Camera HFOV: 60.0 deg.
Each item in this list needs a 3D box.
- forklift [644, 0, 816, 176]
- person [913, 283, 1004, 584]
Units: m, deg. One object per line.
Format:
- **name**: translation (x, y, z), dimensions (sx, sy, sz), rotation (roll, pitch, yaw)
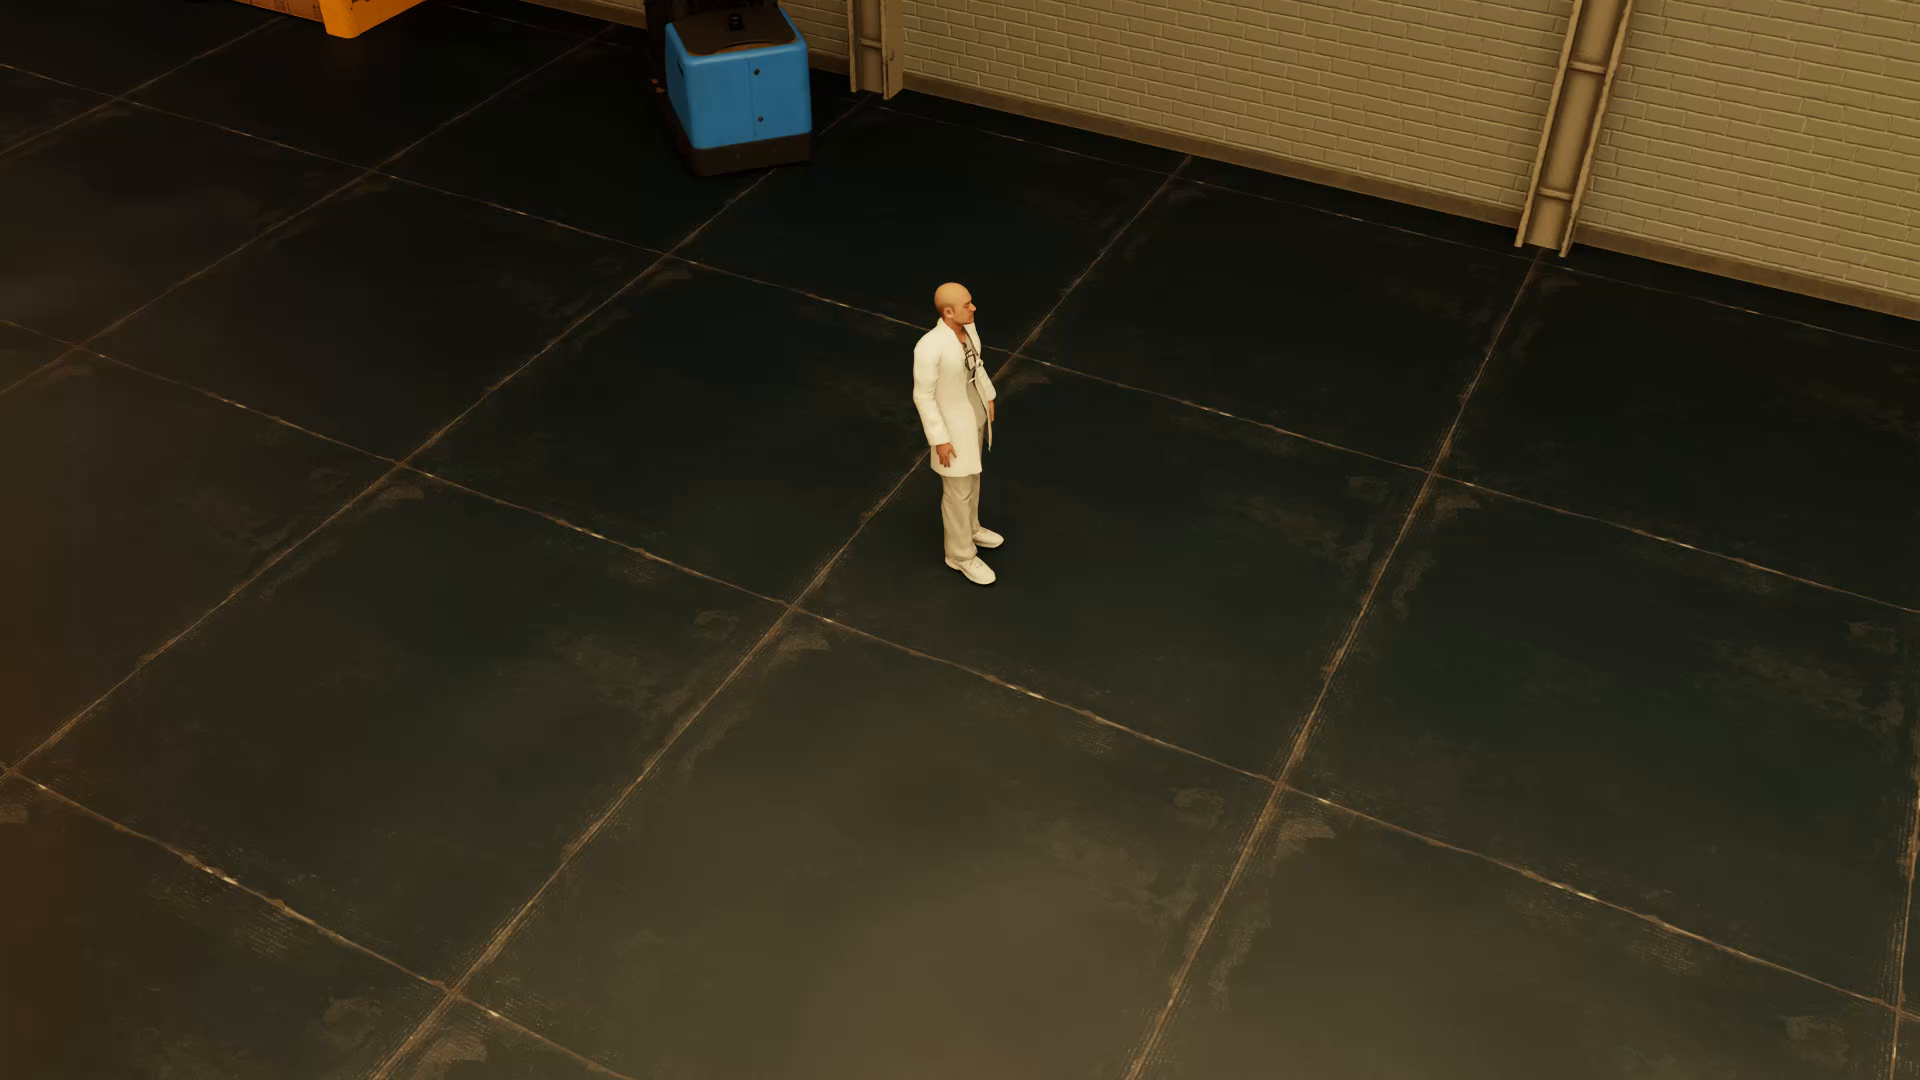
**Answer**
- **forklift**: translation (-2.173, -5.078, 14.015), dimensions (1.130, 2.935, 3.031), rotation (-13, 42, -14)
- **person**: translation (0.078, -0.656, 9.650), dimensions (0.581, 1.775, 0.696), rotation (18, 43, 21)
